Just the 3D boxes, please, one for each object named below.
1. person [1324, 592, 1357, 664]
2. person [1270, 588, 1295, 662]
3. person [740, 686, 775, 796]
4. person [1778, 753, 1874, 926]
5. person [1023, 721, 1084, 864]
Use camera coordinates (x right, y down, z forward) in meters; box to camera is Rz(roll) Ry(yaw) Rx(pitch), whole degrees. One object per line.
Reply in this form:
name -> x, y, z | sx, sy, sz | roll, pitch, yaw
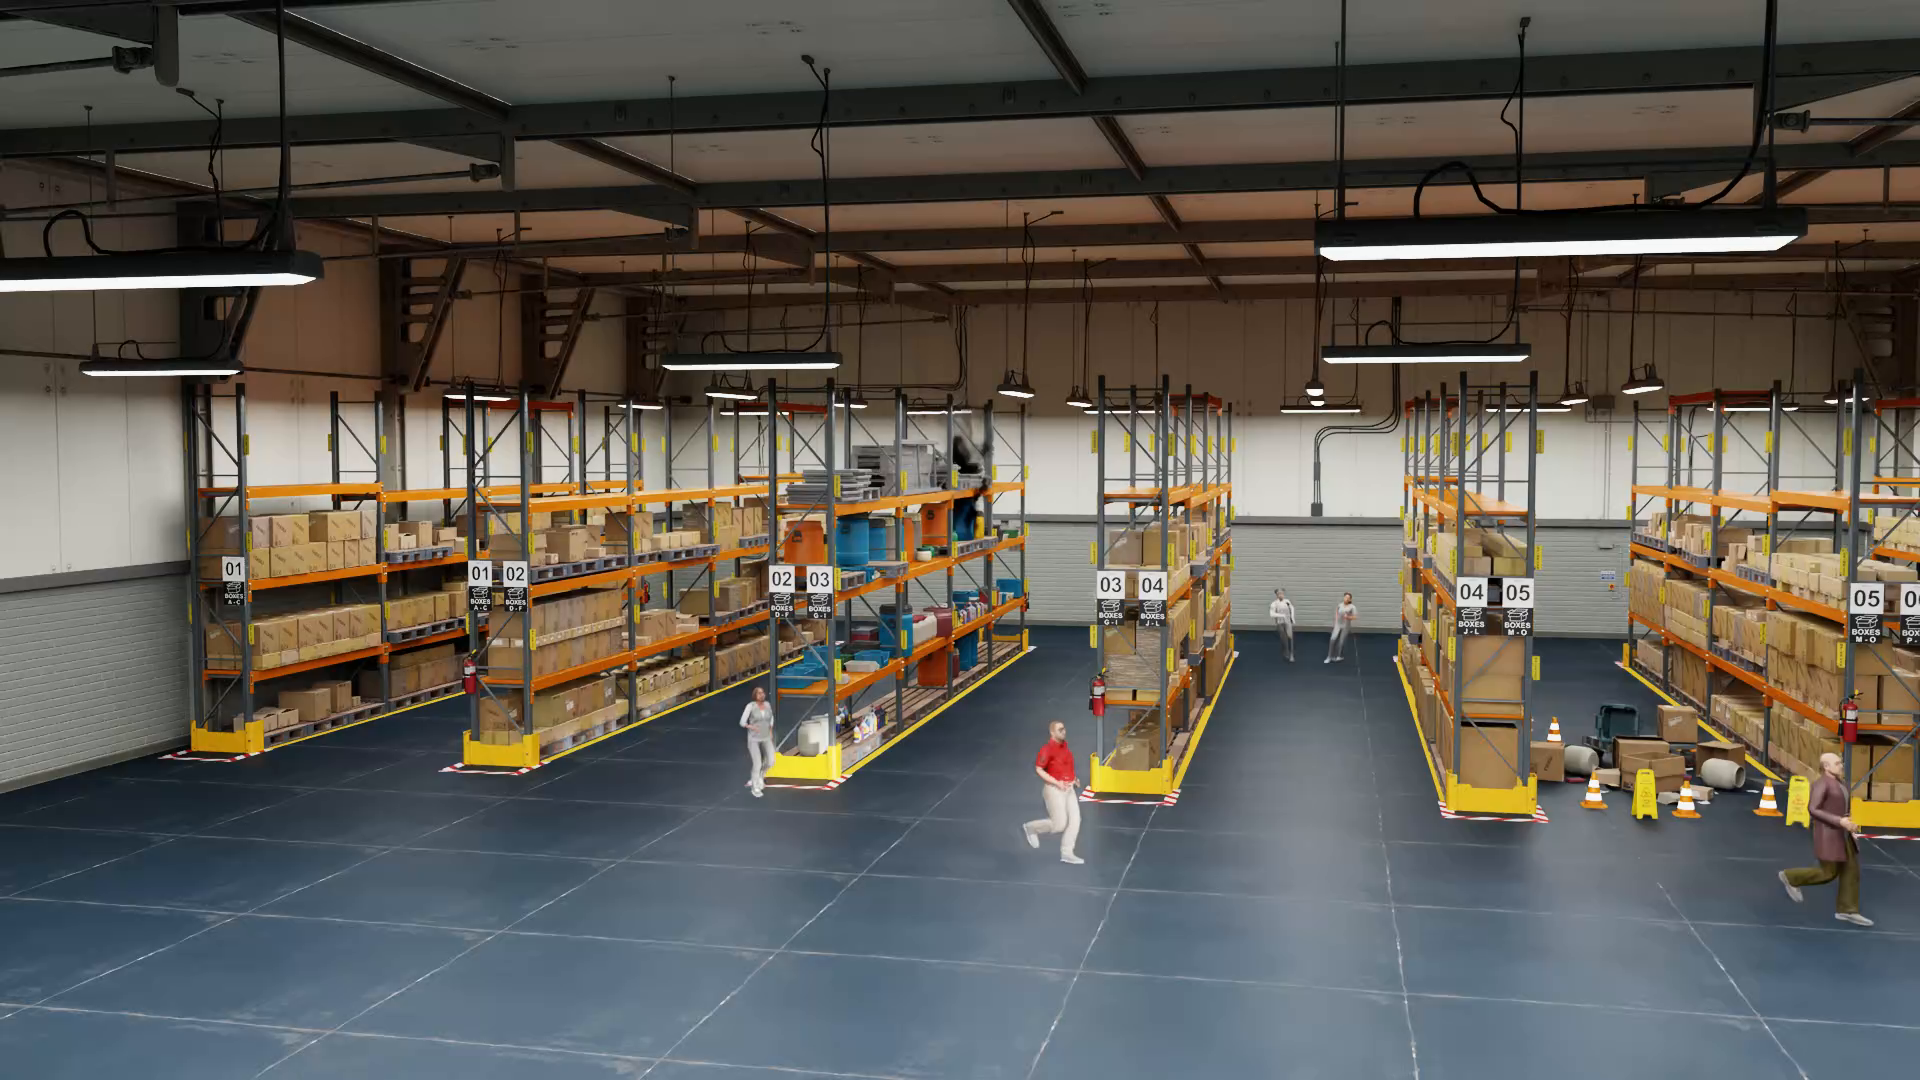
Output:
person -> 8.768, 1.968, 38.033 | 0.669, 1.568, 0.685 | 2, 4, 30
person -> 7.472, 1.948, 38.512 | 0.590, 1.682, 0.791 | 0, 3, 2
person -> -2.844, 2.880, 23.688 | 0.561, 1.555, 0.529 | -2, 4, -29
person -> 9.167, 3.119, 17.541 | 0.709, 1.762, 0.945 | -3, 4, -38
person -> 1.166, 3.014, 19.974 | 0.798, 1.689, 0.663 | 2, 4, 37
